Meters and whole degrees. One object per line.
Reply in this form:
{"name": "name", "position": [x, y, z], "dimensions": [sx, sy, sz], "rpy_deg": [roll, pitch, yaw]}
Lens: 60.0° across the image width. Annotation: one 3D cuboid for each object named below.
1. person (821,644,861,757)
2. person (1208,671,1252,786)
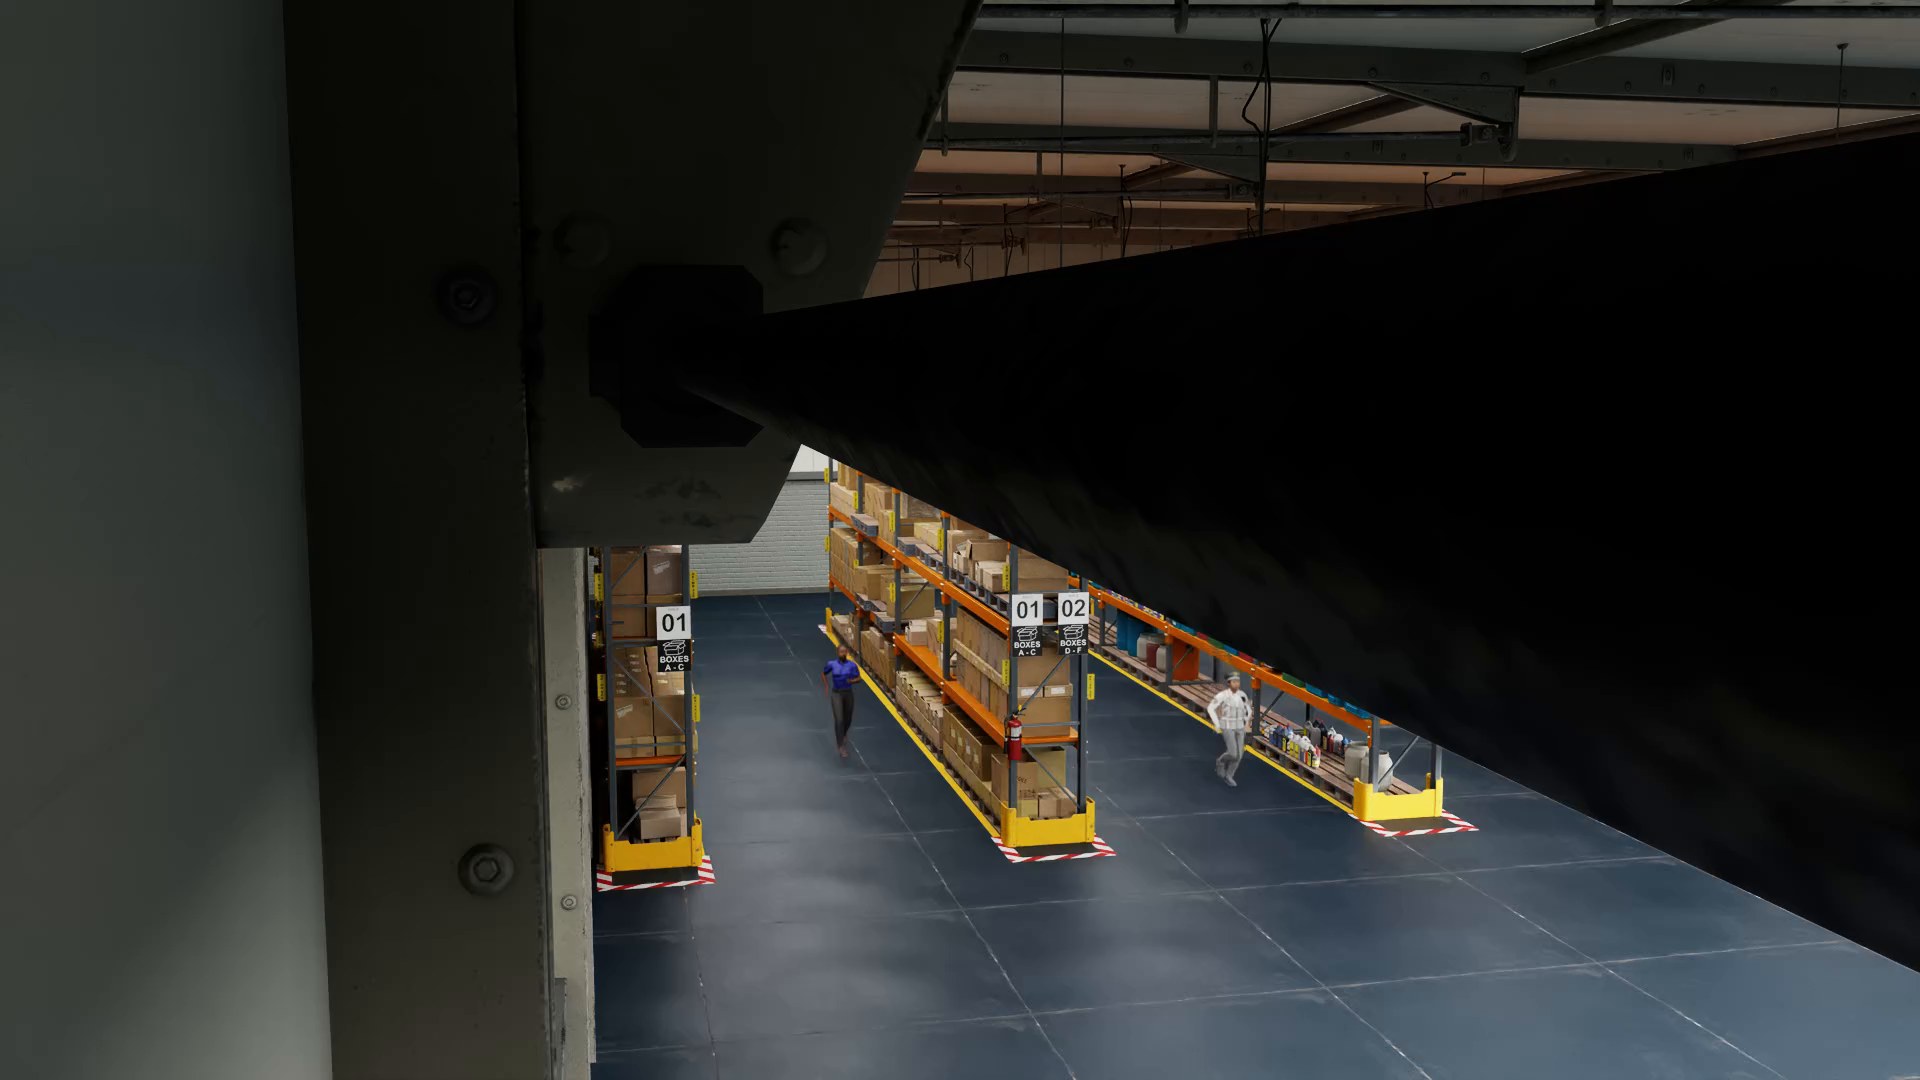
{"name": "person", "position": [-1.808, 2.421, 25.556], "dimensions": [0.570, 1.658, 0.910], "rpy_deg": [-2, 7, -15]}
{"name": "person", "position": [3.878, 2.681, 23.563], "dimensions": [0.615, 1.658, 0.541], "rpy_deg": [-2, 7, -18]}
